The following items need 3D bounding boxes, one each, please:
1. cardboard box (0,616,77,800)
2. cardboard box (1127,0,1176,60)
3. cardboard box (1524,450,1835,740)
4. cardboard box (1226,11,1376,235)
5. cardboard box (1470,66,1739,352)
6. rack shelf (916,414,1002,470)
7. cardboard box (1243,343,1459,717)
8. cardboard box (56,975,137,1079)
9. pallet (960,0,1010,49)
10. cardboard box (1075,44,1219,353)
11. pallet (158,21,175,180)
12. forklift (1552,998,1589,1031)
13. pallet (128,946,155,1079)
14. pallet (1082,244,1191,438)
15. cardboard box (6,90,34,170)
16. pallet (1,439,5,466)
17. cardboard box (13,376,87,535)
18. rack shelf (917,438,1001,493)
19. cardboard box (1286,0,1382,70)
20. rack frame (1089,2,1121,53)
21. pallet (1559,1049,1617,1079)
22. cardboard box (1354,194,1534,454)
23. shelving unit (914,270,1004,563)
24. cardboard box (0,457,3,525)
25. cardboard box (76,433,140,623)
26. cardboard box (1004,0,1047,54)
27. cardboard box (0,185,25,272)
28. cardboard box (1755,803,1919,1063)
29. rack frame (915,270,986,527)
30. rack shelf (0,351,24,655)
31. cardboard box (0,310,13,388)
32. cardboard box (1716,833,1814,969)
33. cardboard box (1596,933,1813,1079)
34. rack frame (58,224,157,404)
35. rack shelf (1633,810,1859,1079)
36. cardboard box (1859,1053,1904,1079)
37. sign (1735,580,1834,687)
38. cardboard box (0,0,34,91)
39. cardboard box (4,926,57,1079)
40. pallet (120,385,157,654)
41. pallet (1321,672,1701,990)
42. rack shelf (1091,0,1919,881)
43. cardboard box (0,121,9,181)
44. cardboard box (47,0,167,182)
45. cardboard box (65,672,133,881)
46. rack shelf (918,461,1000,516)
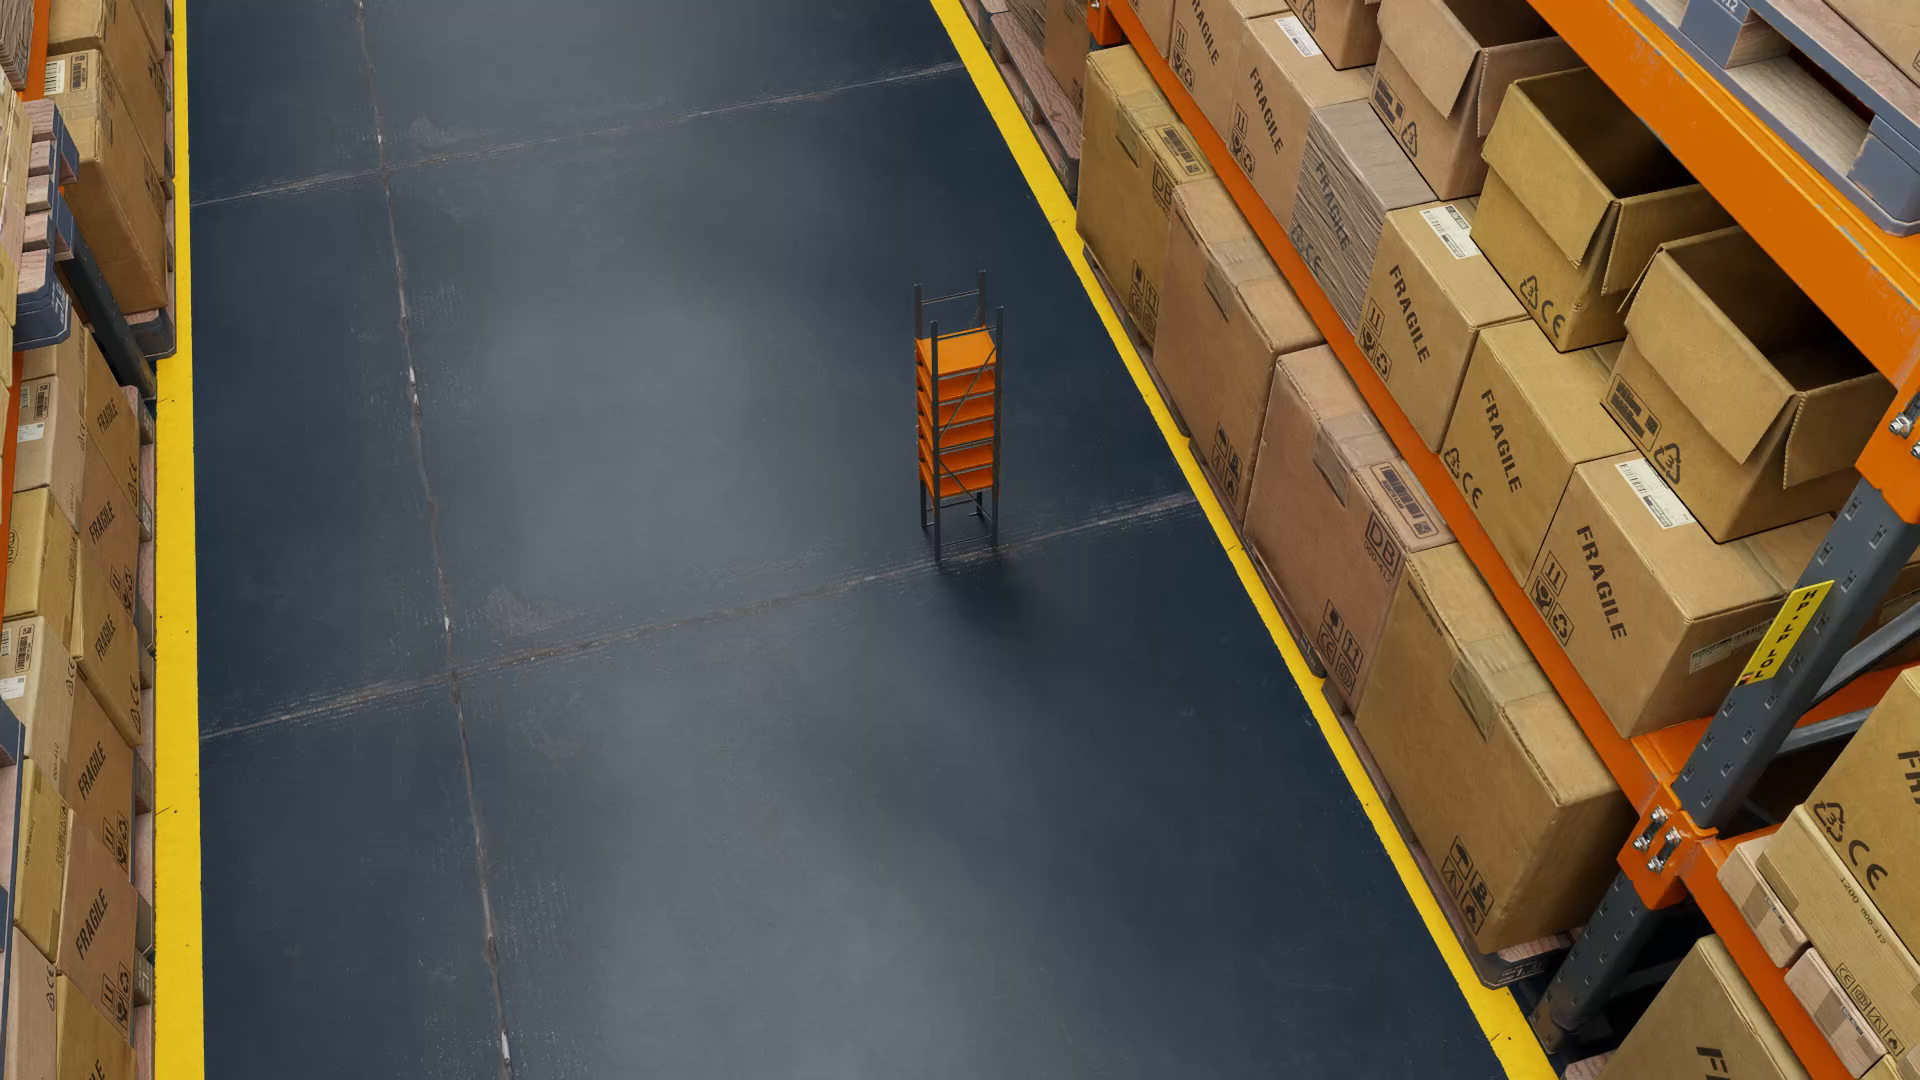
[{"bbox_3d":[-2.831,0.528,4.712,0.500,0.250,0.500,-12,51,-10],"label":"cardboard box"},{"bbox_3d":[0.910,-2.124,6.013,0.500,0.500,0.500,-12,51,-10],"label":"cardboard box"},{"bbox_3d":[1.810,0.101,4.137,0.500,0.500,0.500,-13,51,-11],"label":"cardboard box"},{"bbox_3d":[1.220,-1.374,5.381,0.500,0.500,0.500,-14,51,-12],"label":"cardboard box"},{"bbox_3d":[1.821,-0.911,4.334,0.797,0.503,0.637,-13,51,-11],"label":"cardboard box"},{"bbox_3d":[-0.004,-0.369,5.834,0.258,0.103,0.180,-13,51,-11],"label":"rack shelf"},{"bbox_3d":[1.736,-0.153,5.532,1.225,0.875,0.875,-15,51,-12],"label":"cardboard box"},{"bbox_3d":[-2.524,1.532,4.357,0.500,0.500,0.500,-12,51,-10],"label":"cardboard box"},{"bbox_3d":[0.440,-3.070,8.700,1.003,0.211,1.213,-13,51,-11],"label":"pallet"},{"bbox_3d":[1.211,-1.450,6.625,1.225,0.875,0.875,-15,52,-13],"label":"cardboard box"},{"bbox_3d":[-4.260,-2.044,7.835,1.003,0.211,1.213,-13,51,-11],"label":"pallet"},{"bbox_3d":[2.910,-0.165,4.472,1.130,2.935,3.031,31,57,24],"label":"forklift"},{"bbox_3d":[-2.790,1.792,4.602,1.003,0.211,1.213,-13,51,-11],"label":"pallet"},{"bbox_3d":[1.188,-1.016,6.969,1.003,0.211,1.213,-13,51,-11],"label":"pallet"},{"bbox_3d":[-3.156,-1.258,5.239,0.380,0.149,0.250,-13,51,-10],"label":"cardboard box"},{"bbox_3d":[-3.117,0.038,4.382,1.003,0.211,1.213,-13,51,-11],"label":"pallet"},{"bbox_3d":[-3.129,-0.225,5.348,0.500,0.250,0.500,-13,51,-10],"label":"cardboard box"},{"bbox_3d":[-0.004,-0.291,5.926,0.258,0.103,0.180,-13,51,-11],"label":"rack shelf"},{"bbox_3d":[1.417,-1.849,5.126,0.797,0.503,0.637,-12,51,-10],"label":"cardboard box"},{"bbox_3d":[1.027,-2.508,6.402,1.000,3.000,0.127,-13,51,-11],"label":"rack frame"},{"bbox_3d":[2.360,1.885,4.523,1.003,0.211,1.213,-13,51,-11],"label":"pallet"},{"bbox_3d":[1.509,-0.642,4.764,0.500,0.500,0.500,-14,51,-11],"label":"cardboard box"},{"bbox_3d":[-0.004,-0.397,5.800,0.258,1.200,0.189,-13,51,-11],"label":"shelving unit"},{"bbox_3d":[-2.698,-0.122,4.281,0.380,0.149,0.250,-15,52,-13],"label":"cardboard box"},{"bbox_3d":[-3.147,0.011,5.639,0.500,0.500,0.500,-11,51,-10],"label":"cardboard box"},{"bbox_3d":[0.633,-2.731,7.938,0.700,0.500,0.500,-17,52,-14],"label":"cardboard box"},{"bbox_3d":[-3.008,-0.889,4.927,0.380,0.149,0.250,-13,51,-10],"label":"cardboard box"},{"bbox_3d":[2.098,0.768,3.544,0.500,0.250,0.500,-14,51,-12],"label":"cardboard box"},{"bbox_3d":[-0.031,-0.464,5.857,0.240,1.200,0.006,-13,51,-11],"label":"rack frame"},{"bbox_3d":[-3.150,0.232,4.563,1.077,0.370,4.000,-13,51,-11],"label":"rack shelf"},{"bbox_3d":[-2.857,-0.510,4.608,0.380,0.149,0.250,-15,52,-13],"label":"cardboard box"},{"bbox_3d":[1.979,0.786,3.790,0.380,0.149,0.250,-13,51,-11],"label":"cardboard box"},{"bbox_3d":[2.328,1.463,4.170,0.875,0.875,0.875,-13,51,-11],"label":"cardboard box"},{"bbox_3d":[-3.741,-1.460,5.519,1.000,3.000,0.127,-13,51,-11],"label":"rack frame"},{"bbox_3d":[2.801,2.106,2.983,1.077,0.370,4.000,-13,51,-11],"label":"rack shelf"},{"bbox_3d":[2.135,1.170,3.466,0.380,0.149,0.250,-12,51,-10],"label":"cardboard box"},{"bbox_3d":[1.694,0.195,3.418,0.100,0.325,0.005,-13,51,-11],"label":"sign"},{"bbox_3d":[-3.616,-1.882,5.809,0.500,0.500,0.500,-13,51,-11],"label":"cardboard box"},{"bbox_3d":[-2.525,1.290,4.070,0.500,0.250,0.500,-15,52,-13],"label":"cardboard box"},{"bbox_3d":[-3.512,0.009,6.104,1.003,0.211,1.213,-13,51,-11],"label":"pallet"},{"bbox_3d":[1.909,0.766,5.466,1.003,0.211,1.213,-13,51,-11],"label":"pallet"},{"bbox_3d":[1.618,-0.815,5.446,1.077,0.370,4.000,-13,51,-11],"label":"rack shelf"},{"bbox_3d":[-3.080,-1.158,4.960,0.380,0.149,0.250,-12,51,-10],"label":"cardboard box"},{"bbox_3d":[-4.097,-1.974,7.149,1.050,0.750,0.750,-13,51,-10],"label":"cardboard box"},{"bbox_3d":[-2.850,0.766,5.003,0.500,0.500,0.500,-13,51,-10],"label":"cardboard box"},{"bbox_3d":[-0.004,-0.214,6.018,0.258,0.103,0.180,-13,51,-11],"label":"rack shelf"}]
